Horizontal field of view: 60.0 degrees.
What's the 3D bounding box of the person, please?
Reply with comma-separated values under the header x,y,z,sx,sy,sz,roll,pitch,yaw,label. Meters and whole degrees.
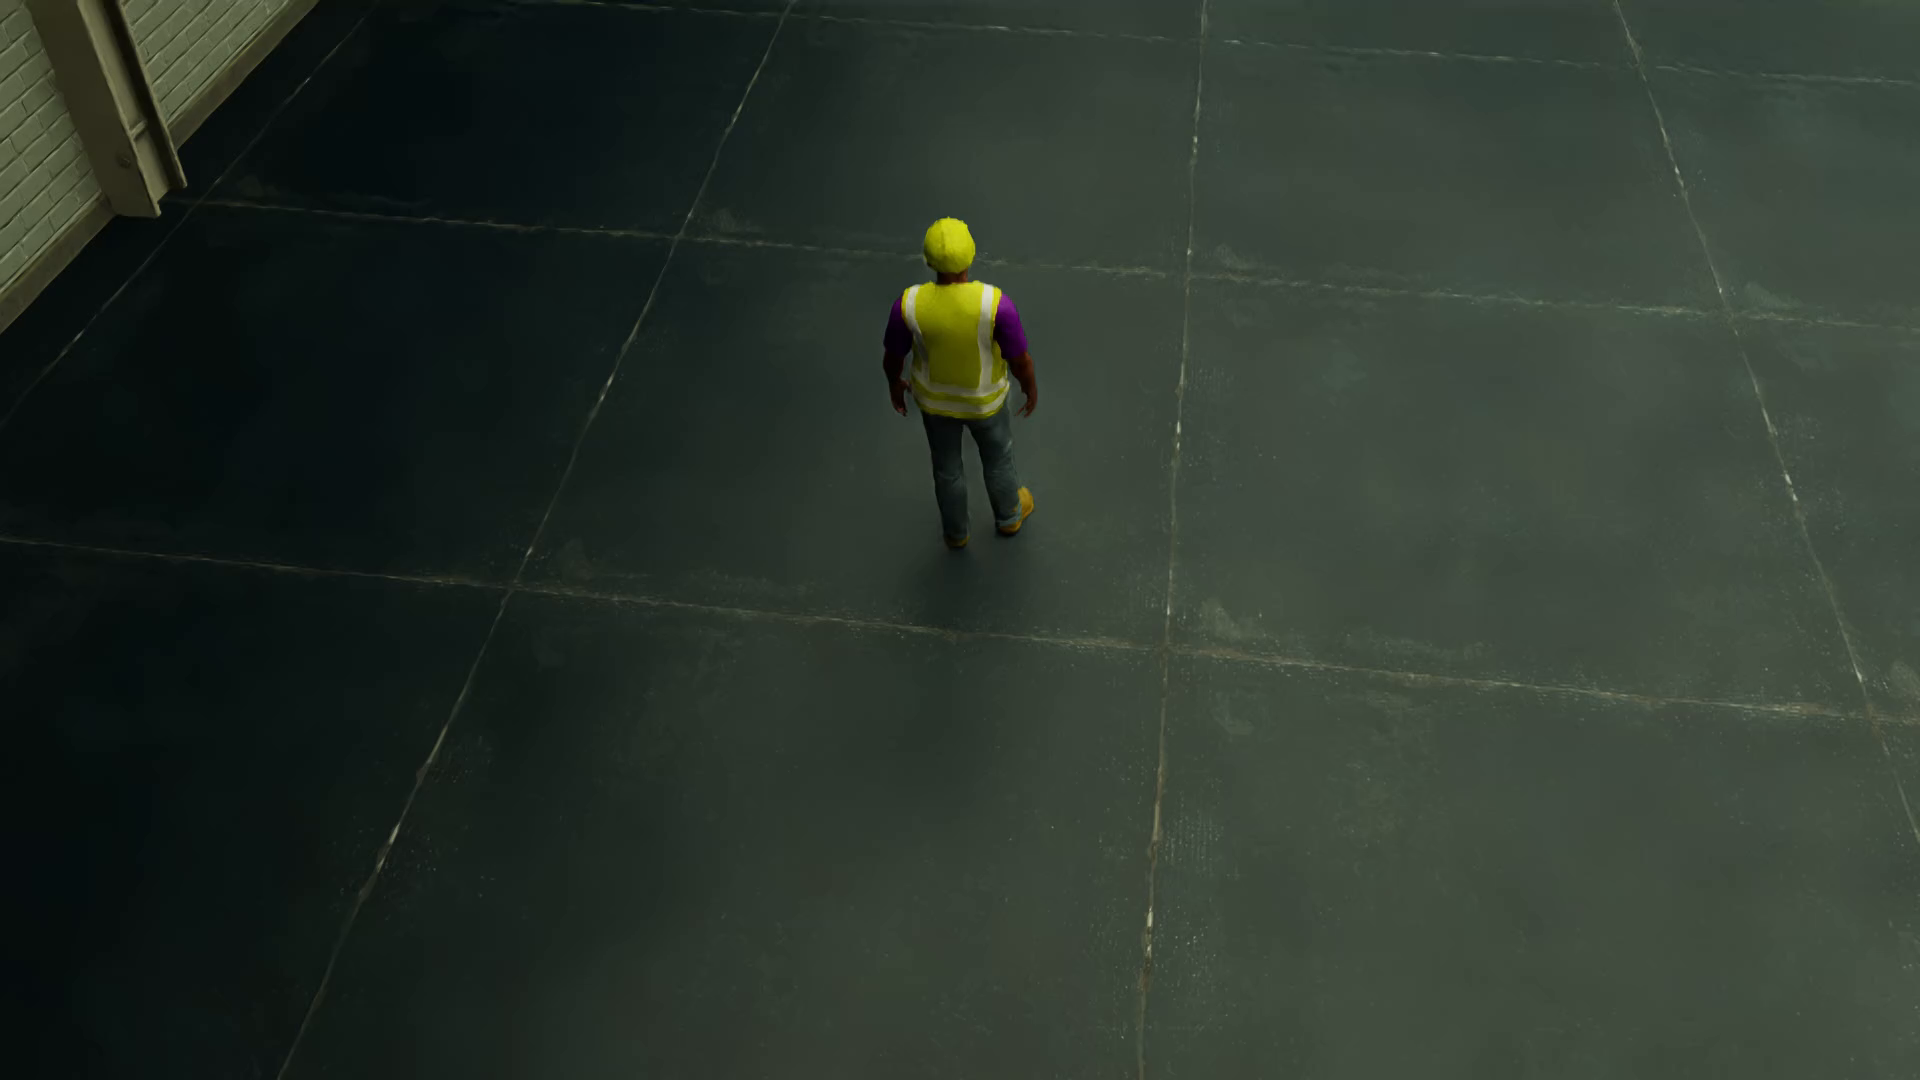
x,y,z,sx,sy,sz,roll,pitch,yaw,label
0.015,-0.702,7.339,0.665,1.766,0.576,5,43,6,person
